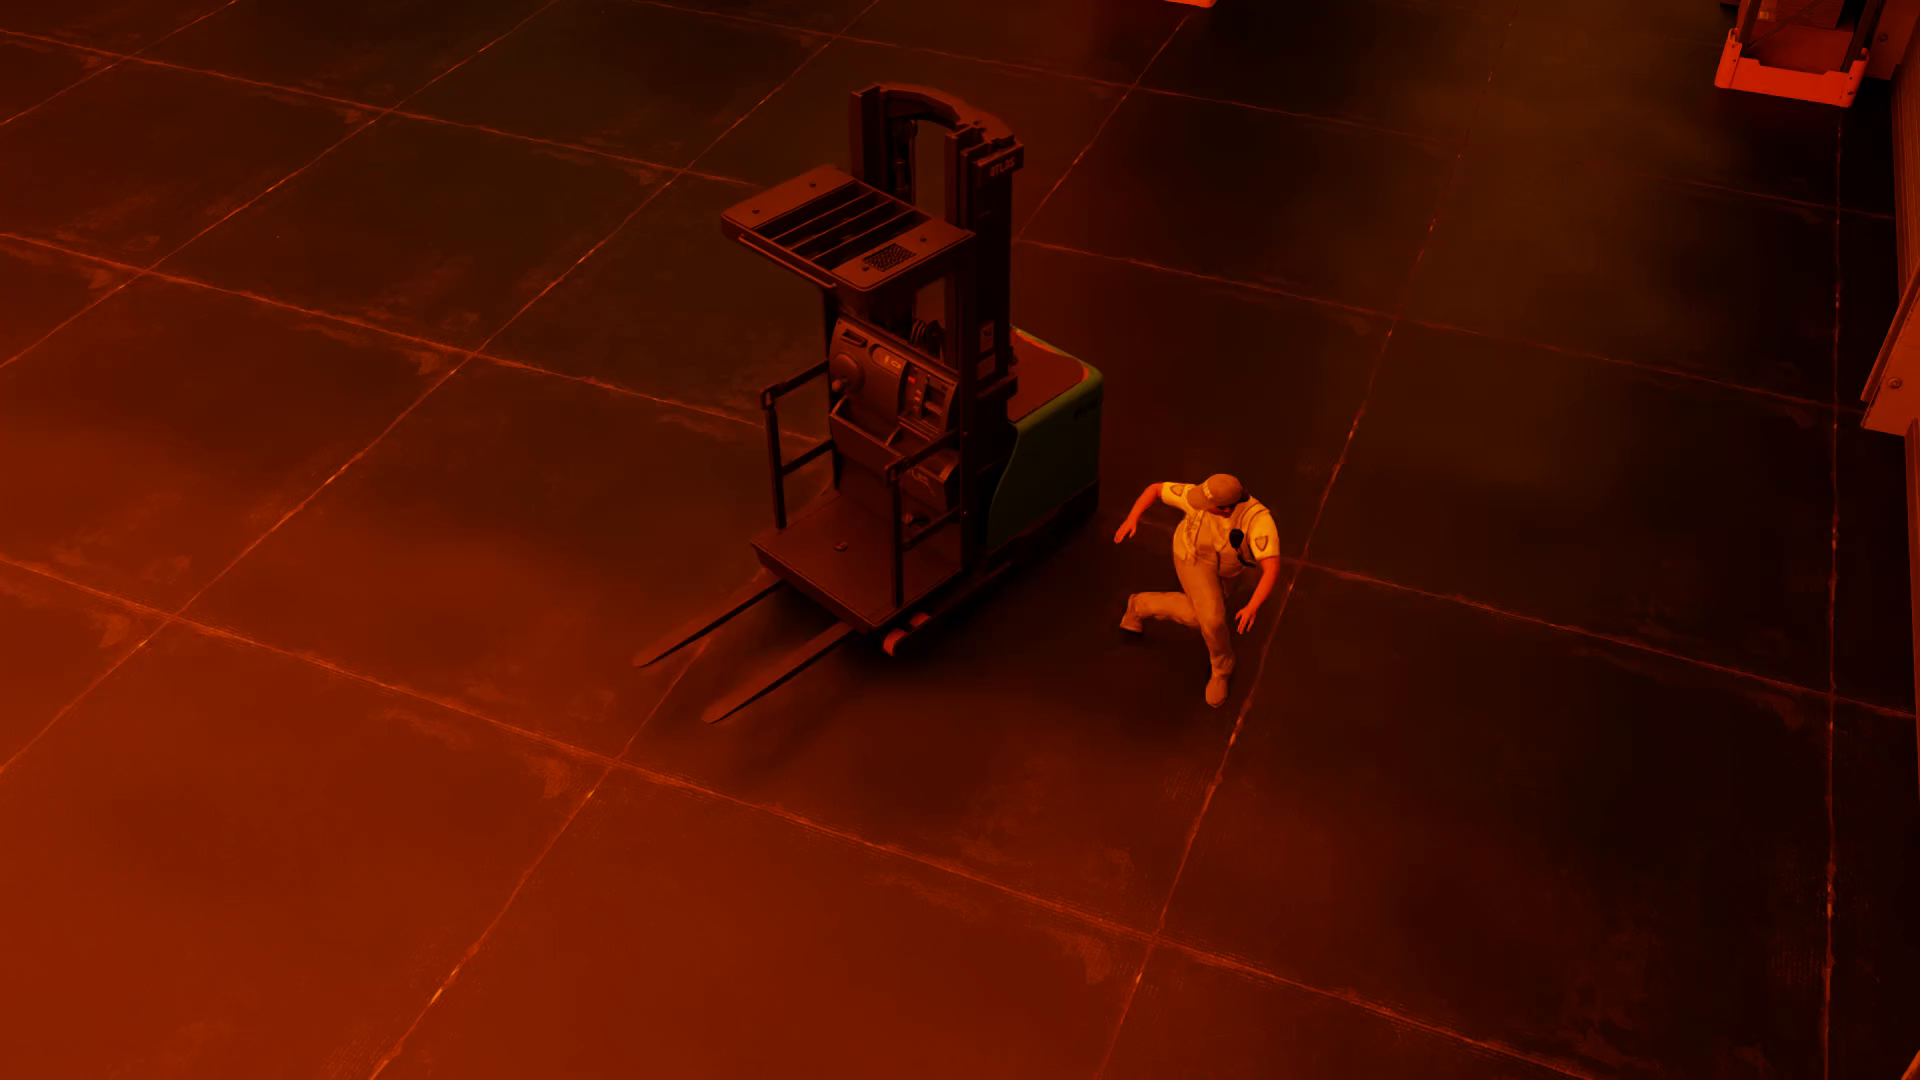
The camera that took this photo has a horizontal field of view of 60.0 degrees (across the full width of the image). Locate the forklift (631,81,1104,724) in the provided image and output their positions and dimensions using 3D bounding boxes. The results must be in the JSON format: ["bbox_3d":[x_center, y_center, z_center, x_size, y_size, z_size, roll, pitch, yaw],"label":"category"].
[{"bbox_3d":[-0.518,-0.828,8.995,1.130,2.935,3.031,32,49,32],"label":"forklift"}]

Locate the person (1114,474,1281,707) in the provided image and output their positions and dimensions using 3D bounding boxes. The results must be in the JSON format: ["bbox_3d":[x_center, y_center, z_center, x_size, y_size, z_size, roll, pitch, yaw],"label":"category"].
[{"bbox_3d":[1.233,0.227,8.922,0.836,1.437,1.081,-4,40,-4],"label":"person"}]
